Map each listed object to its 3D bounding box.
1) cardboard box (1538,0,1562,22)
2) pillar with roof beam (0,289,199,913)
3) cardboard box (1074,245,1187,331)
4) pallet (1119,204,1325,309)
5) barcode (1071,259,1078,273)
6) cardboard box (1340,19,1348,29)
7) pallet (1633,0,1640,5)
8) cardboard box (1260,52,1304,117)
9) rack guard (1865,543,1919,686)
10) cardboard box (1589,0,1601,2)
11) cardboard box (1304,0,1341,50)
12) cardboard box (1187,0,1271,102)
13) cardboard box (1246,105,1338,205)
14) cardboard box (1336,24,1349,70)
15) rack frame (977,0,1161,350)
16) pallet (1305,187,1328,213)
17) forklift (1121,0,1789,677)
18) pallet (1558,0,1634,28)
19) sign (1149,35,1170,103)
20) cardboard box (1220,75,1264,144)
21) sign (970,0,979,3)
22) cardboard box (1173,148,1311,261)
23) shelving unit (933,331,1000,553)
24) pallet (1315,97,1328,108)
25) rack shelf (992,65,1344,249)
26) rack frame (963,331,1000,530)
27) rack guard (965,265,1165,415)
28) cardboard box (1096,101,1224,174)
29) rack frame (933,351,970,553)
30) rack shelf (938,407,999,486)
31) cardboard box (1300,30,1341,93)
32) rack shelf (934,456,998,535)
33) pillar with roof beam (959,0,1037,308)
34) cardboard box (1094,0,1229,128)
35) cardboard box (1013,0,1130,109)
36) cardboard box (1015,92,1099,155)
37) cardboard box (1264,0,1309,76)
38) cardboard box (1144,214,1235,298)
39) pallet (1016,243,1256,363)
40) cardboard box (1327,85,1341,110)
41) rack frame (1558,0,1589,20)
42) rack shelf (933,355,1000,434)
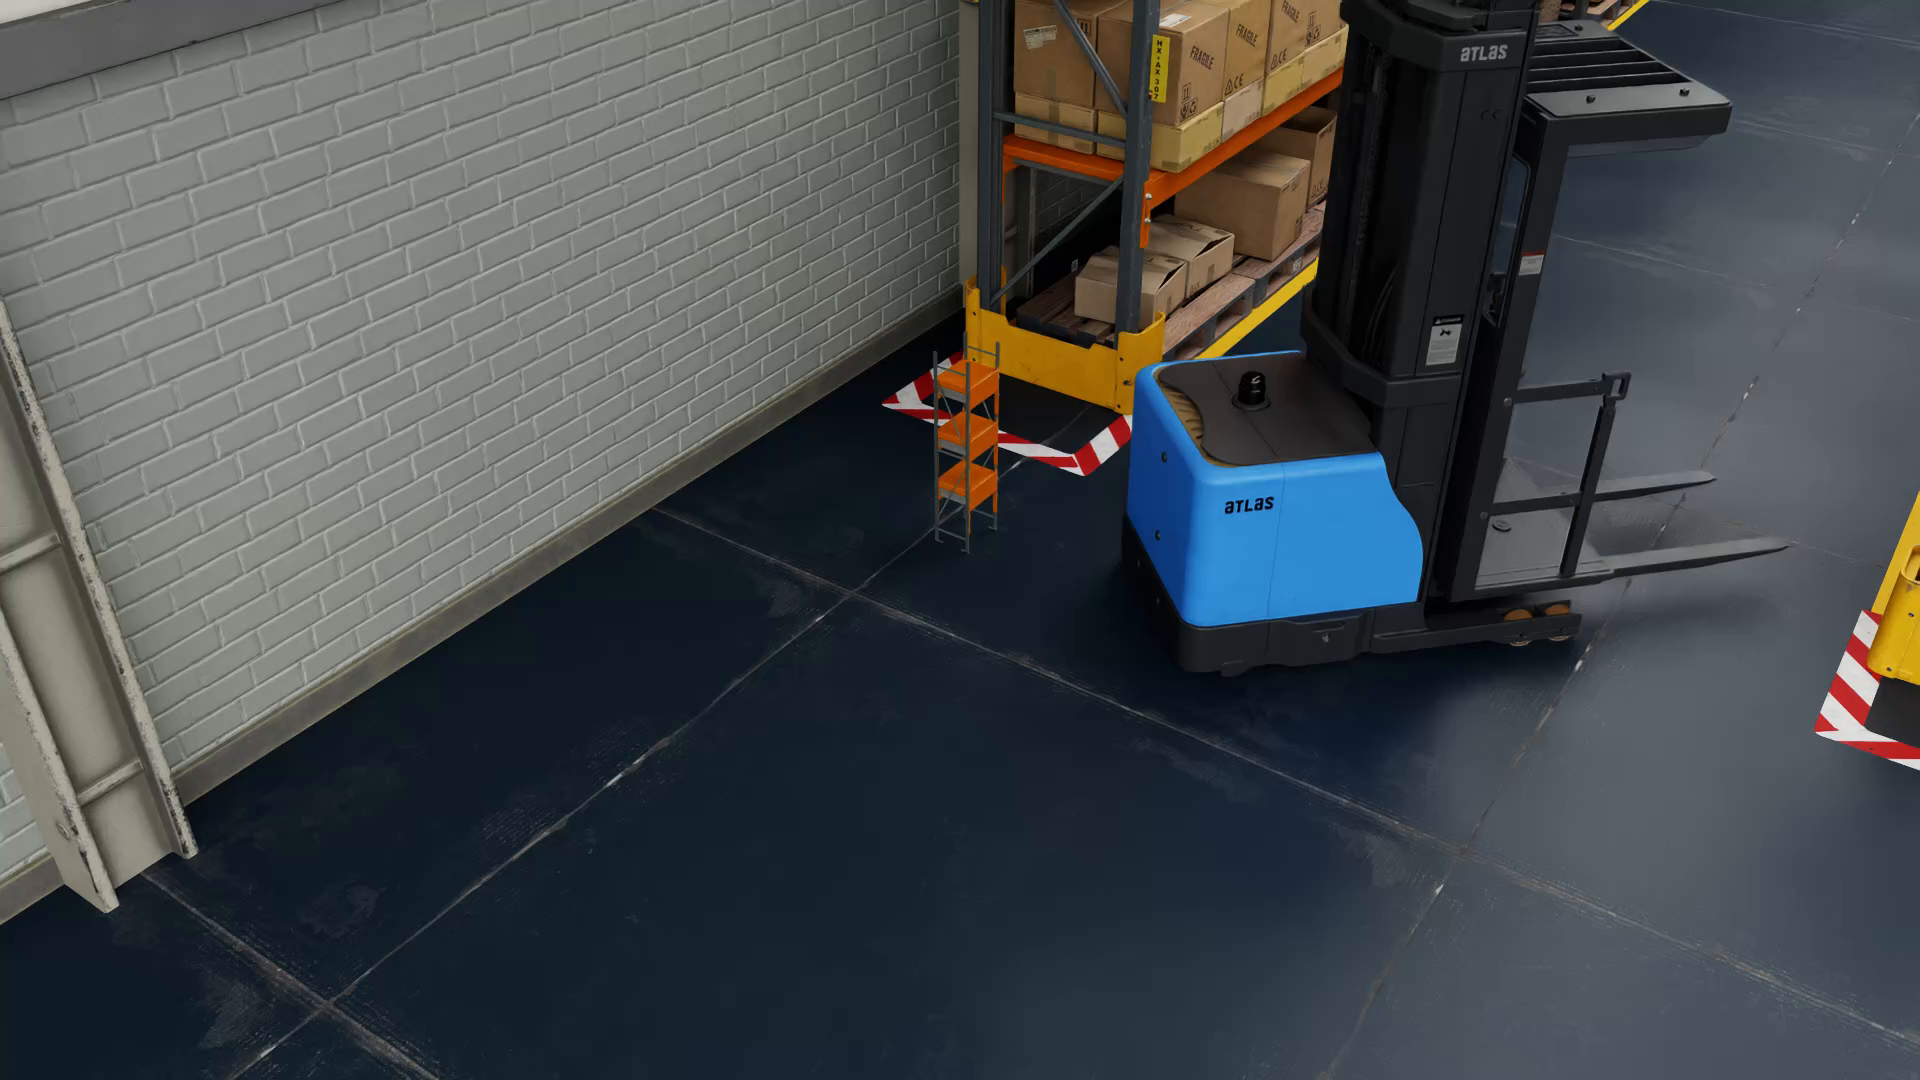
[{"bbox_3d":[4.734,-4.634,14.264,0.700,0.500,0.500,22,40,29],"label":"cardboard box"},{"bbox_3d":[0.344,-1.101,1.845,9.100,9.000,0.400,21,39,28],"label":"pillar with roof beam"},{"bbox_3d":[1.009,-1.512,9.816,0.500,0.311,0.500,17,37,23],"label":"cardboard box"},{"bbox_3d":[1.772,-1.955,10.953,1.003,0.211,1.213,21,39,28],"label":"pallet"},{"bbox_3d":[0.690,-1.652,10.014,0.001,0.075,0.075,21,39,28],"label":"barcode"},{"bbox_3d":[2.230,-3.475,10.158,0.500,0.500,0.500,20,39,27],"label":"cardboard box"},{"bbox_3d":[6.309,-5.578,16.310,1.003,0.211,1.213,21,39,28],"label":"pallet"},{"bbox_3d":[1.659,-2.699,9.680,0.500,0.250,0.500,21,39,27],"label":"cardboard box"},{"bbox_3d":[4.598,0.473,7.104,1.175,0.500,0.348,21,39,28],"label":"rack guard"},{"bbox_3d":[5.629,-5.416,15.125,0.750,0.750,0.750,21,39,28],"label":"cardboard box"},{"bbox_3d":[1.934,-3.236,9.804,0.500,0.500,0.500,23,40,30],"label":"cardboard box"},{"bbox_3d":[1.349,-2.759,9.098,0.500,0.500,0.500,21,40,28],"label":"cardboard box"},{"bbox_3d":[2.262,-2.651,11.331,0.500,0.500,0.500,18,38,25],"label":"cardboard box"},{"bbox_3d":[2.235,-3.163,10.366,0.500,0.250,0.500,21,39,28],"label":"cardboard box"},{"bbox_3d":[0.540,-2.154,8.757,1.000,3.000,0.127,21,39,28],"label":"rack frame"},{"bbox_3d":[2.467,-2.519,11.787,1.003,0.211,1.213,21,39,28],"label":"pallet"},{"bbox_3d":[2.346,-1.017,7.138,3.031,2.935,1.130,-6,35,-9],"label":"forklift"},{"bbox_3d":[5.613,-5.019,15.484,1.003,0.211,1.213,21,39,28],"label":"pallet"},{"bbox_3d":[0.986,-2.339,8.259,0.100,0.325,0.005,21,39,28],"label":"sign"},{"bbox_3d":[1.364,-2.467,9.336,0.500,0.250,0.500,20,39,27],"label":"cardboard box"},{"bbox_3d":[0.096,-2.951,8.620,0.100,0.325,0.005,21,39,28],"label":"sign"},{"bbox_3d":[1.793,-2.174,10.626,0.700,0.500,0.500,19,38,25],"label":"cardboard box"},{"bbox_3d":[0.031,-0.460,7.992,0.215,1.050,0.252,21,39,28],"label":"shelving unit"},{"bbox_3d":[3.264,-3.198,12.791,1.003,0.211,1.213,21,39,28],"label":"pallet"},{"bbox_3d":[1.681,-2.776,10.320,1.077,0.370,4.000,21,39,28],"label":"rack shelf"},{"bbox_3d":[0.100,-0.516,8.075,0.200,1.050,0.008,21,39,28],"label":"rack frame"},{"bbox_3d":[0.583,-1.153,9.509,1.175,0.500,0.348,21,39,28],"label":"rack guard"},{"bbox_3d":[1.079,-2.223,8.976,0.500,0.250,0.500,20,39,27],"label":"cardboard box"},{"bbox_3d":[-0.039,-0.403,7.909,0.200,1.050,0.008,21,39,28],"label":"rack frame"},{"bbox_3d":[0.031,-0.451,7.998,0.215,0.259,0.240,21,39,28],"label":"rack shelf"},{"bbox_3d":[1.949,-2.931,10.023,0.500,0.250,0.500,22,40,29],"label":"cardboard box"},{"bbox_3d":[0.031,-0.221,8.154,0.215,0.259,0.240,21,39,28],"label":"rack shelf"},{"bbox_3d":[3.765,-3.862,5.928,9.100,9.000,0.400,21,39,28],"label":"pillar with roof beam"},{"bbox_3d":[1.059,-2.534,8.767,0.500,0.500,0.500,21,39,28],"label":"cardboard box"},{"bbox_3d":[0.634,-2.696,9.005,0.500,0.500,0.500,21,39,28],"label":"cardboard box"},{"bbox_3d":[0.647,-2.377,9.204,0.500,0.250,0.500,22,40,29],"label":"cardboard box"},{"bbox_3d":[1.649,-2.994,9.447,0.500,0.500,0.500,20,39,27],"label":"cardboard box"},{"bbox_3d":[1.334,-1.774,10.204,0.500,0.311,0.500,25,41,32],"label":"cardboard box"},{"bbox_3d":[1.076,-1.396,10.126,1.003,0.211,1.213,21,39,28],"label":"pallet"},{"bbox_3d":[3.227,-3.486,12.565,0.700,0.500,0.500,23,40,30],"label":"cardboard box"},{"bbox_3d":[5.102,-5.836,14.202,1.000,3.000,0.127,21,39,28],"label":"rack frame"},{"bbox_3d":[0.031,-0.686,7.839,0.215,0.259,0.240,21,39,28],"label":"rack shelf"}]
